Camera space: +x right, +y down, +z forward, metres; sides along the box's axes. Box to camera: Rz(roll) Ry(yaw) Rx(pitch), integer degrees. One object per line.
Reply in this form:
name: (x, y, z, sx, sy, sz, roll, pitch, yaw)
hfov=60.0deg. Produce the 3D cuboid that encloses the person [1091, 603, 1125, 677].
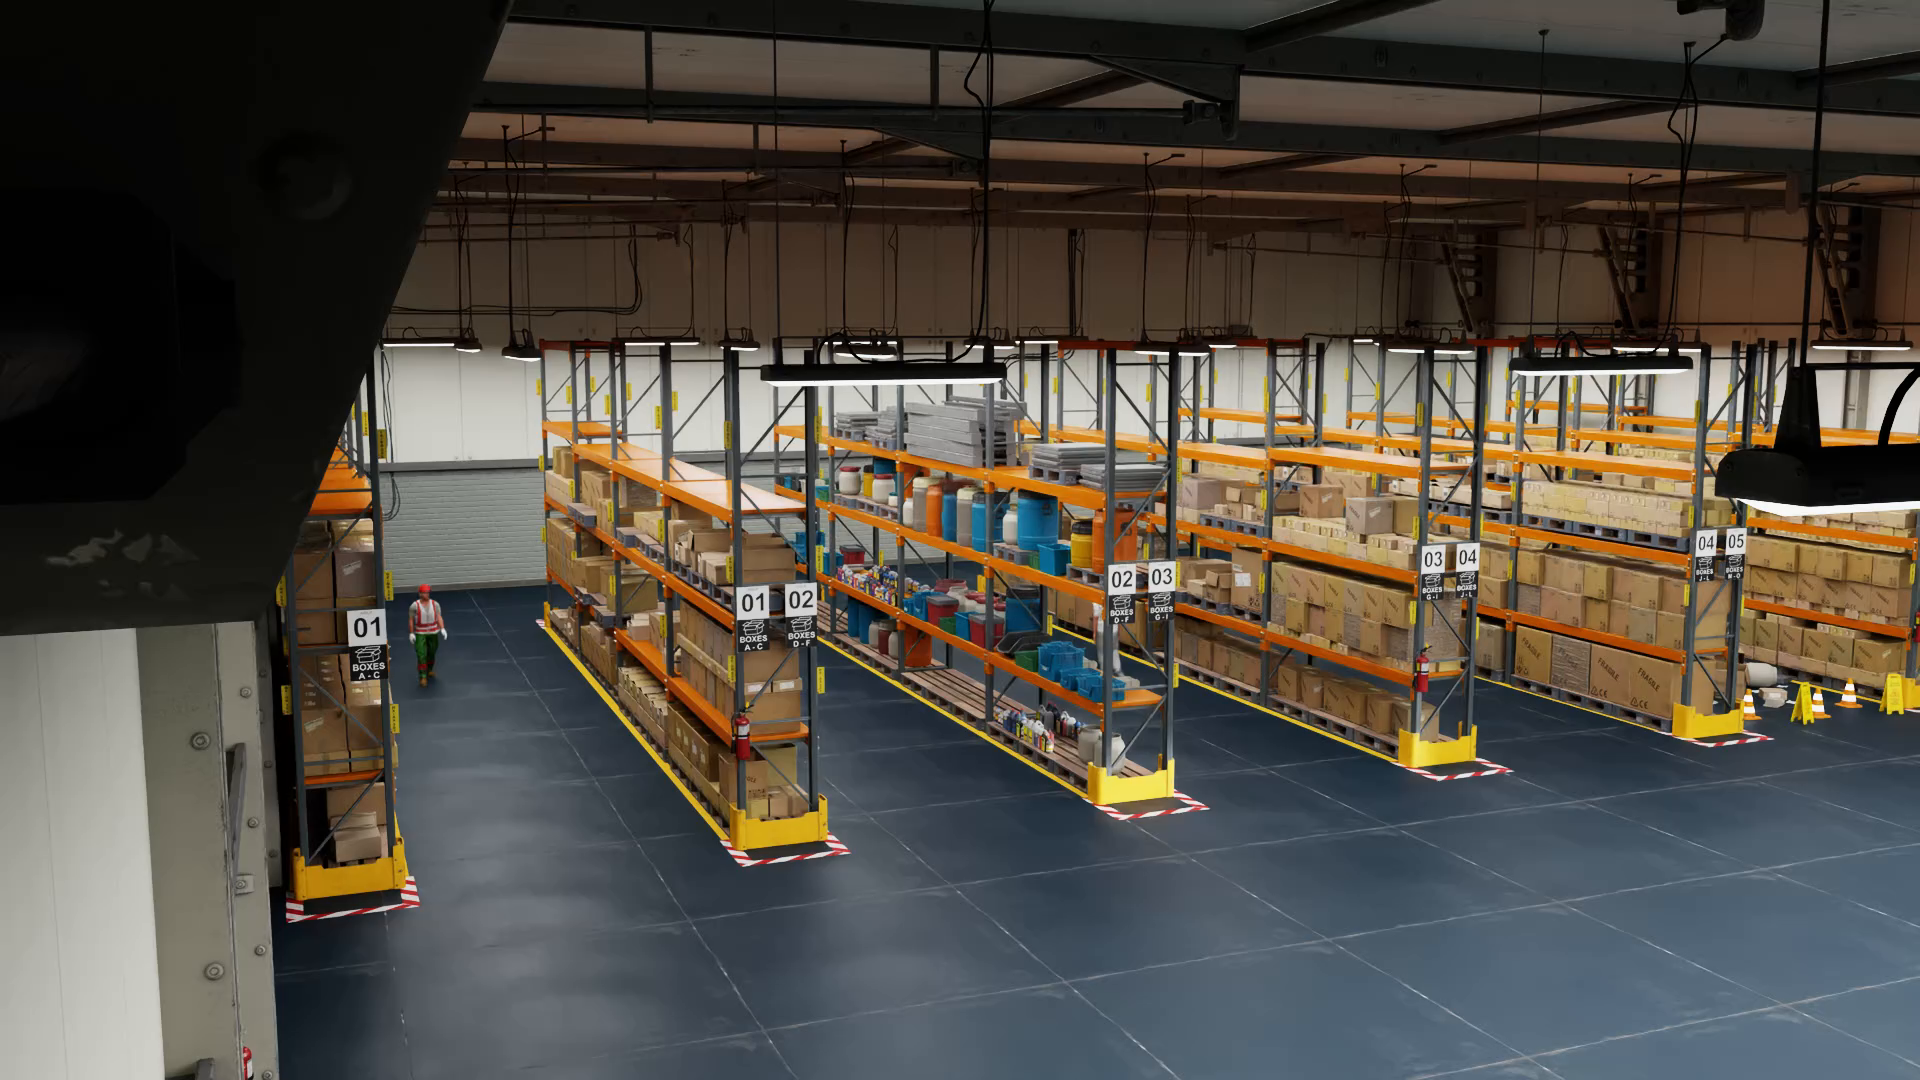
person: (2.623, 1.635, 29.473, 0.585, 1.756, 0.532, -3, 8, -21)

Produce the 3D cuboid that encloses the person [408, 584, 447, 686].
person: (-9.376, 1.636, 29.301, 0.619, 1.715, 1.070, -4, 8, -26)
